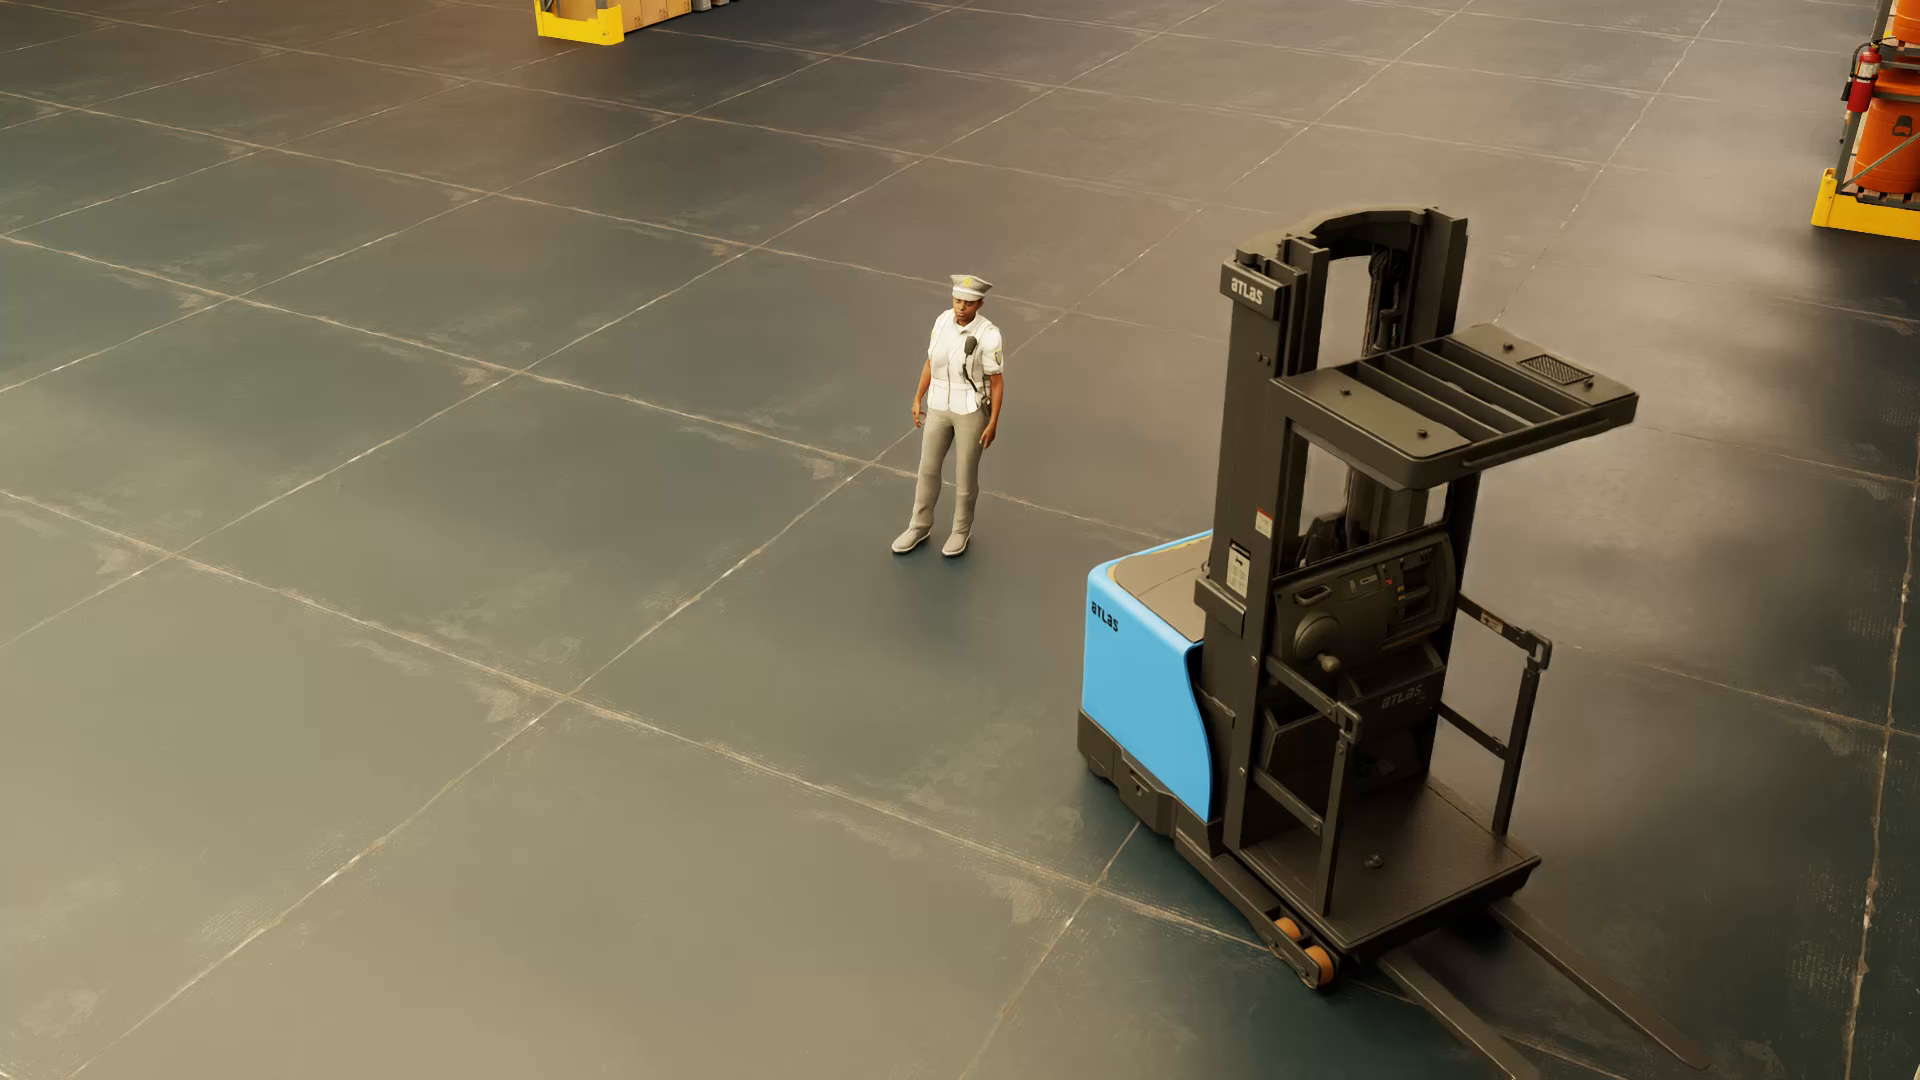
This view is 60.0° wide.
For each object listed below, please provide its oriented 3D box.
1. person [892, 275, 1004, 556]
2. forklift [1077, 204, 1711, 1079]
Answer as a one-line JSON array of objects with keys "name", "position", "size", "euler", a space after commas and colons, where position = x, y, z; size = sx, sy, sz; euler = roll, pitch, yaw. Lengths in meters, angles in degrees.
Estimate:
[{"name": "person", "position": [-0.054, -0.708, 9.530], "size": [0.569, 1.685, 0.528], "euler": [15, 33, 25]}, {"name": "forklift", "position": [1.745, 0.302, 6.548], "size": [1.130, 2.935, 3.031], "euler": [-16, 34, -26]}]
